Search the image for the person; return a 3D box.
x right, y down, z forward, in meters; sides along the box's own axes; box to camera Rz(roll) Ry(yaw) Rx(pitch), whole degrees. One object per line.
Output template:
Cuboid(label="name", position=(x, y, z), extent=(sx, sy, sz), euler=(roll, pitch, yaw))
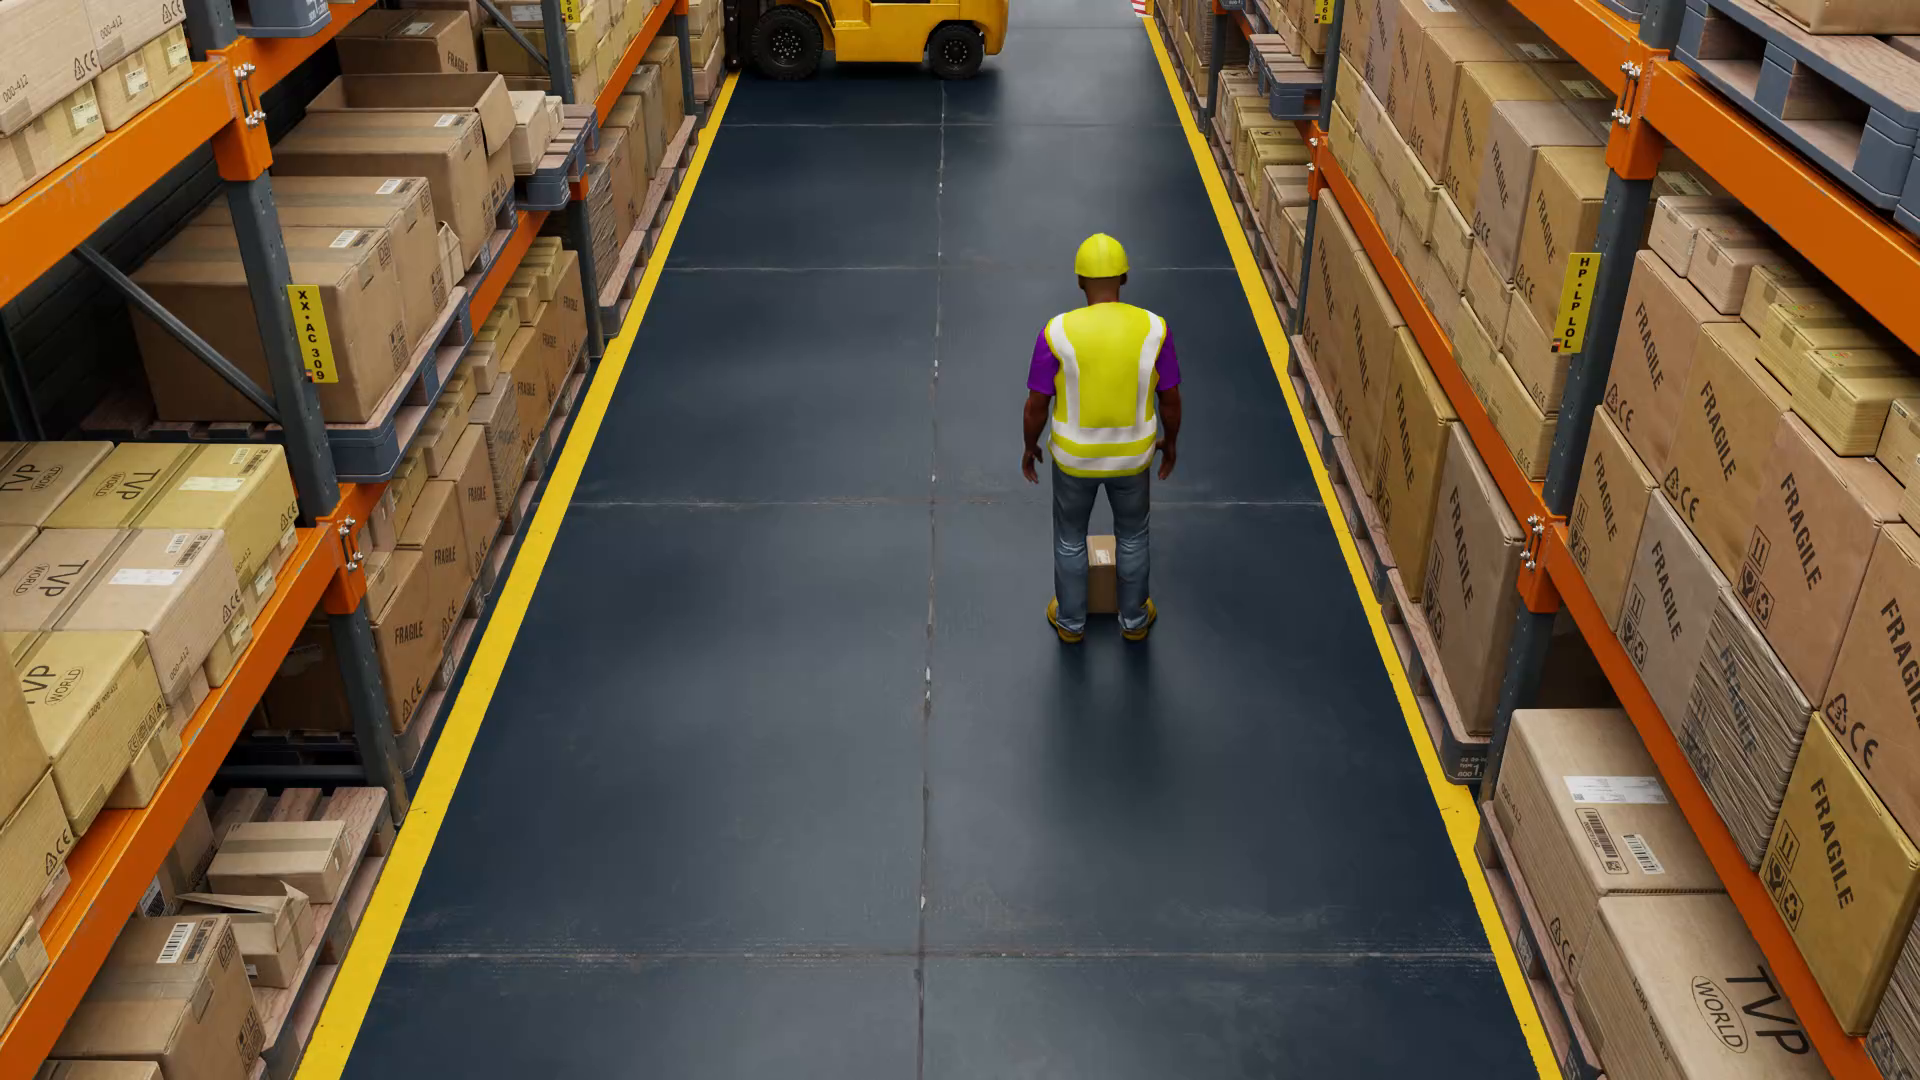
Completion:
Cuboid(label="person", position=(0.570, -0.377, 6.735), extent=(0.637, 1.761, 0.460), euler=(-1, 31, -2))
